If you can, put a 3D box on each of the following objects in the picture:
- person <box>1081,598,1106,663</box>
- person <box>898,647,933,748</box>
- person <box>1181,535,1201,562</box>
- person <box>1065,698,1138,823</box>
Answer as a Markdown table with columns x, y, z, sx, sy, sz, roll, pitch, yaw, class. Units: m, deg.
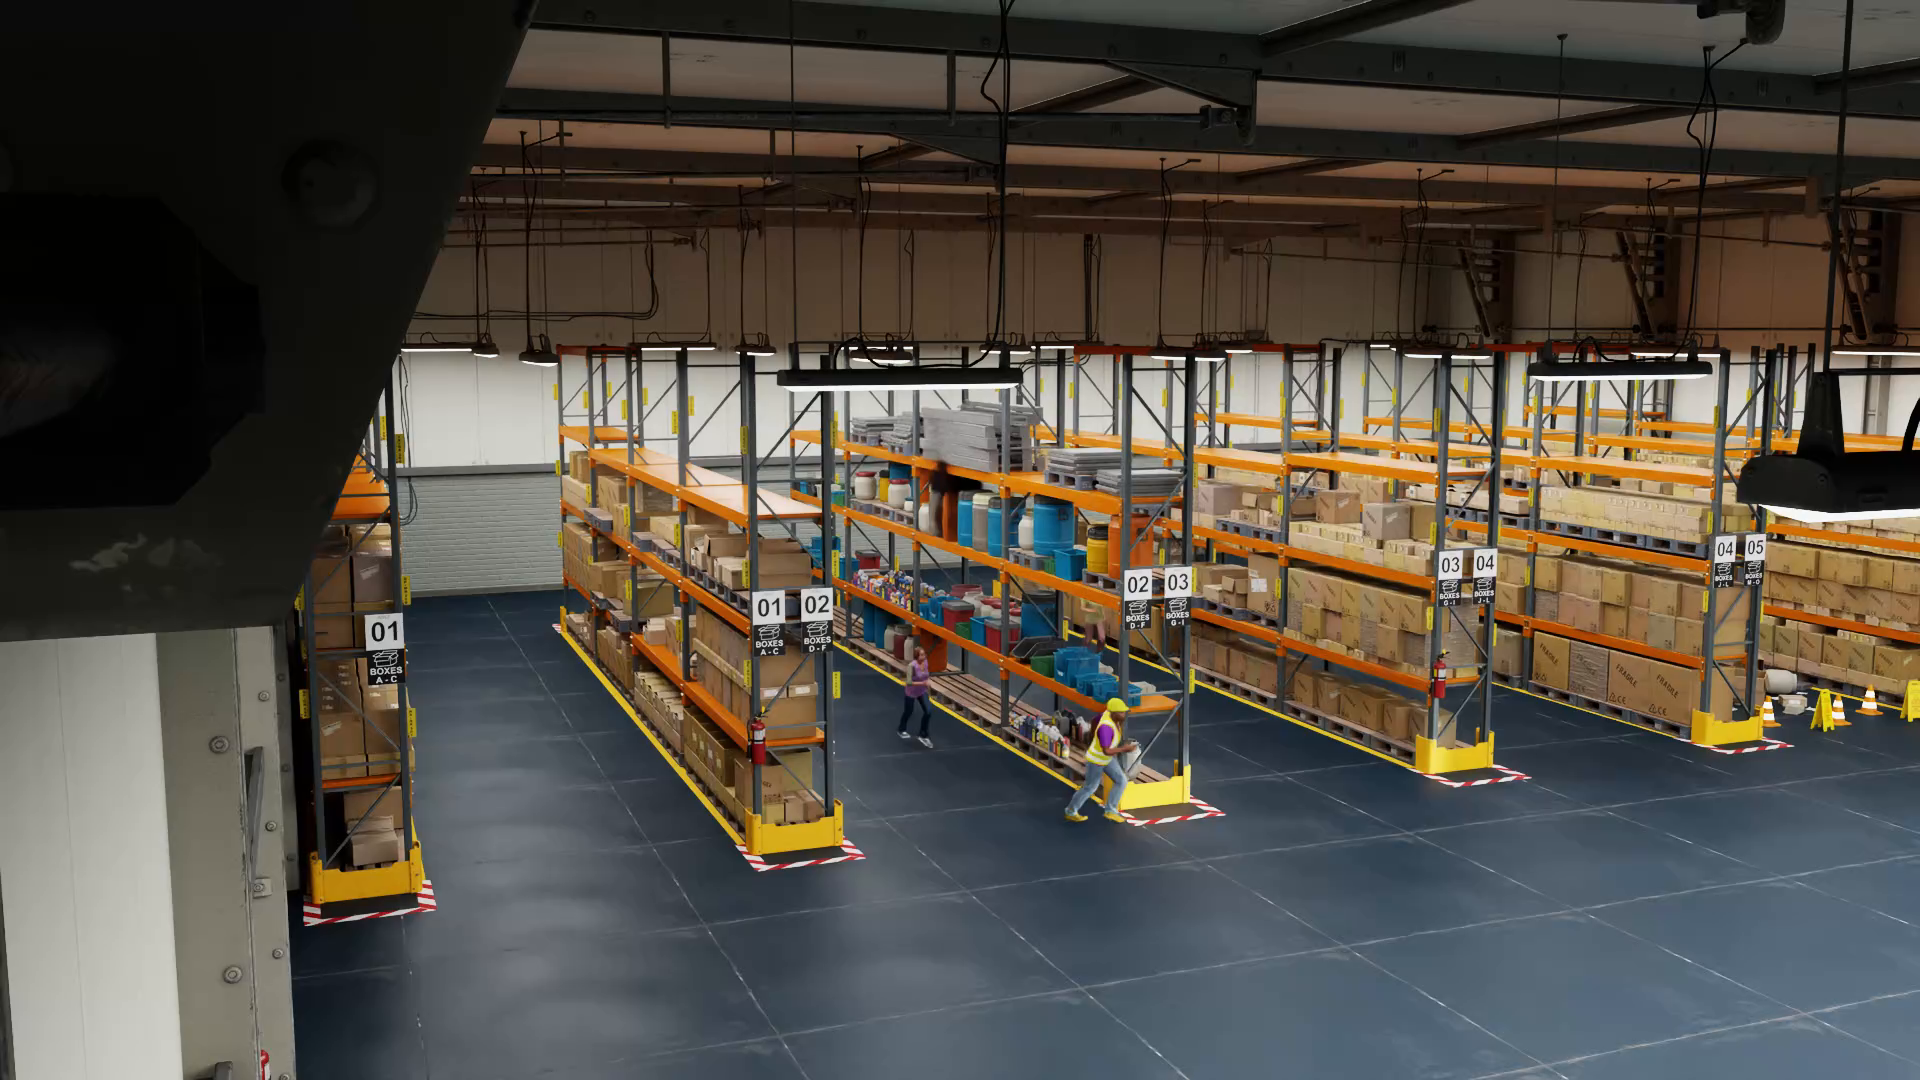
| x | y | z | sx | sy | sz | roll | pitch | yaw | class |
| --- | --- | --- | --- | --- | --- | --- | --- | --- | --- |
| 2.491 | 1.565 | 31.072 | 0.552 | 1.713 | 0.802 | -2 | 7 | -15 | person |
| -0.662 | 2.409 | 25.296 | 0.535 | 1.461 | 0.903 | -4 | 8 | -31 | person |
| 5.937 | 0.028 | 42.708 | 0.644 | 1.738 | 0.939 | 4 | 8 | 29 | person |
| 1.802 | 2.815 | 21.098 | 0.989 | 1.689 | 0.655 | 3 | 8 | 23 | person |
